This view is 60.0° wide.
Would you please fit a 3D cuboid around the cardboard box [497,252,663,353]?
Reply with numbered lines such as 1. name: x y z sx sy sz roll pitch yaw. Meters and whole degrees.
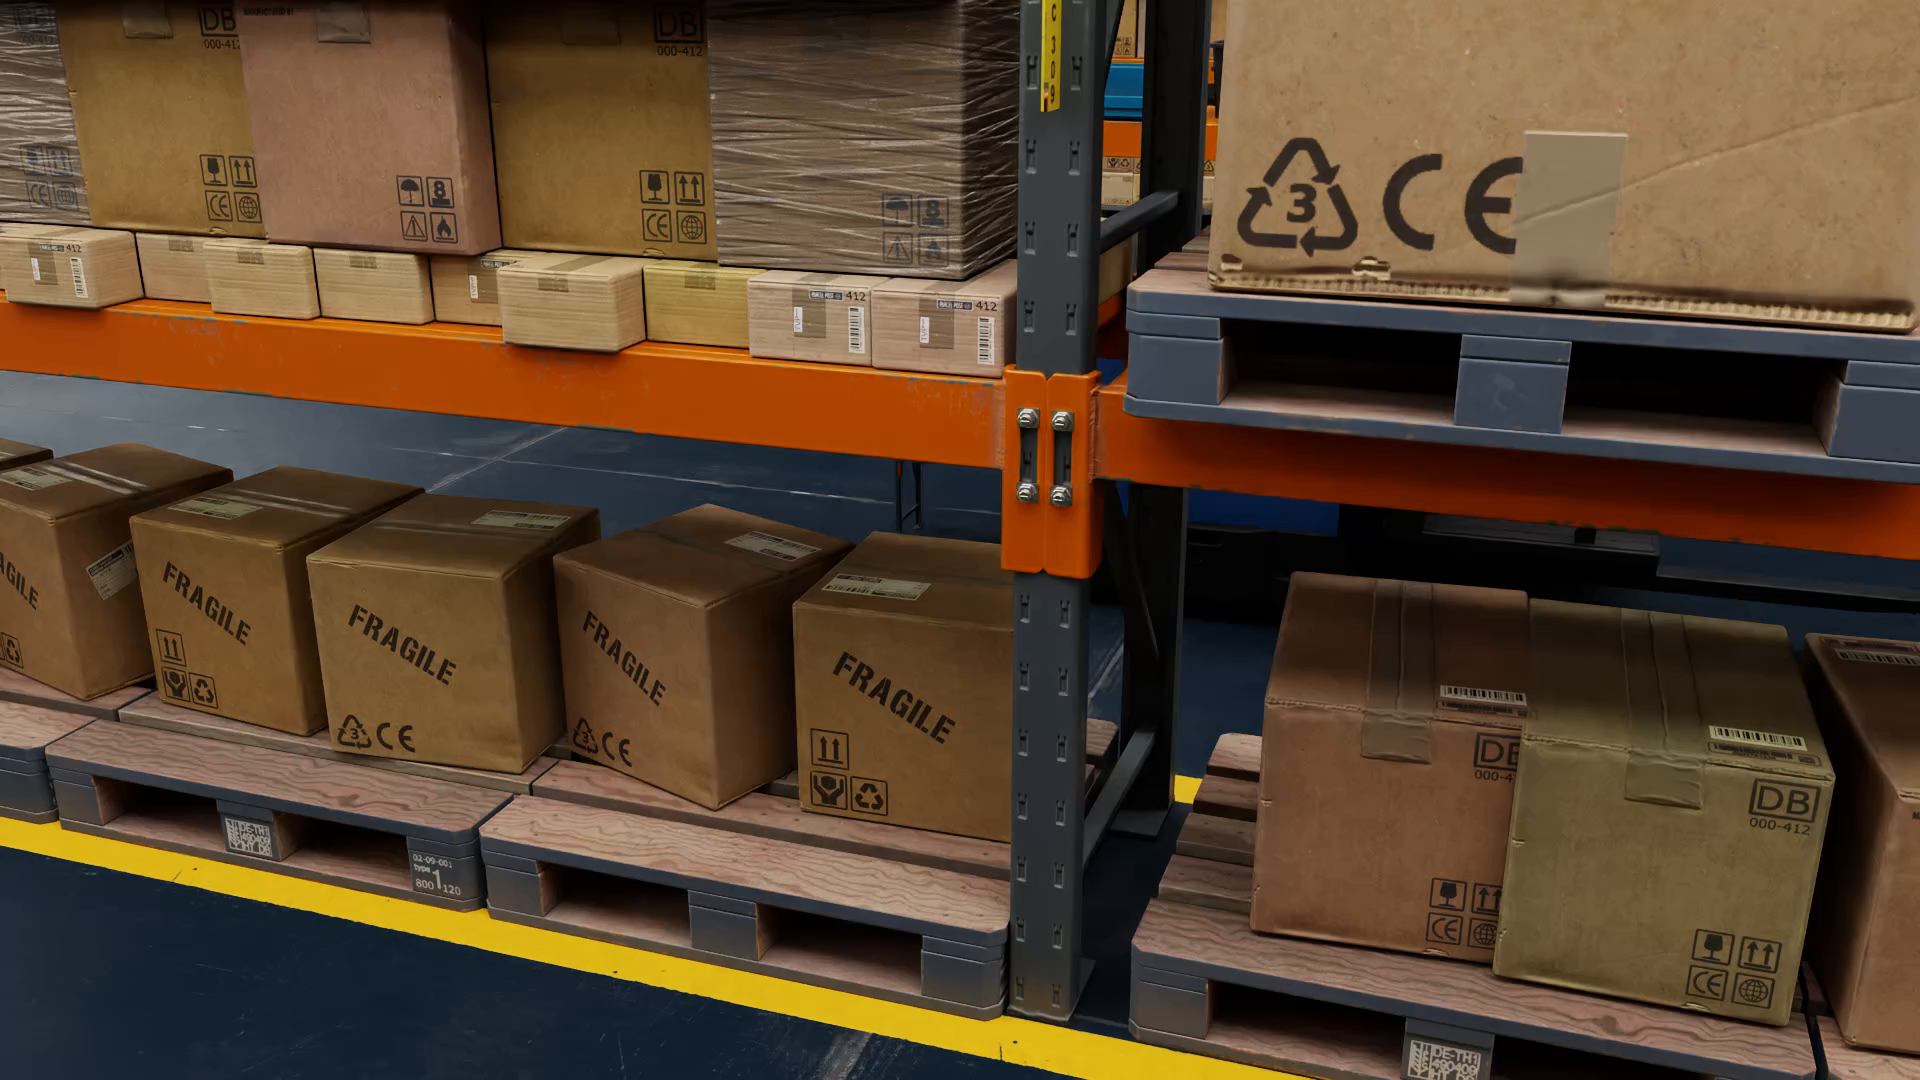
1. cardboard box: -0.703 -0.492 3.314 0.250 0.149 0.380 7 20 18

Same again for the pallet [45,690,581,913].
1. pallet: -1.484 0.513 4.285 1.213 0.211 1.003 7 20 18

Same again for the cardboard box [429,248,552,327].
1. cardboard box: -0.896 -0.560 3.509 0.250 0.149 0.380 7 20 18

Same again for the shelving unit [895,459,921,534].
1. shelving unit: 0.045 -0.559 5.857 0.503 1.200 0.258 6 20 17

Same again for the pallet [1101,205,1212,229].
1. pallet: 1.679 -2.604 13.227 1.213 0.211 1.003 7 20 18

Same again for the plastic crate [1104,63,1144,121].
1. plastic crate: 0.809 -2.116 7.816 0.616 0.251 0.499 7 20 18

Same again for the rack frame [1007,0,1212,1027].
1. rack frame: 0.318 -0.611 3.273 0.127 3.000 1.000 7 20 18

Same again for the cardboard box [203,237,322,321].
1. cardboard box: -1.393 -0.591 3.596 0.250 0.149 0.380 7 20 18

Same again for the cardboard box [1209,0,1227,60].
1. cardboard box: 2.179 -3.895 12.540 0.500 0.500 0.700 7 20 19

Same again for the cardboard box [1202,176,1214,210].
1. cardboard box: 2.117 -2.680 12.746 0.500 0.250 0.500 7 20 18

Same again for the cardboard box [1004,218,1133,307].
1. cardboard box: 0.214 -0.609 3.649 0.250 0.149 0.380 7 20 18

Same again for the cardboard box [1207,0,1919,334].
1. cardboard box: 1.023 -0.964 2.734 1.000 1.000 1.000 7 20 18

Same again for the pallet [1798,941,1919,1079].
1. pallet: 2.210 0.920 3.115 1.213 0.211 1.003 7 20 18

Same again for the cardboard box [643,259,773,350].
1. cardboard box: -0.431 -0.500 3.335 0.250 0.149 0.380 7 20 18

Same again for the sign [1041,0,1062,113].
1. sign: 0.147 -0.851 2.644 0.005 0.325 0.100 7 20 18

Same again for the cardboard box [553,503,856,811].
1. cardboard box: -0.590 0.256 3.945 0.500 0.500 0.500 14 24 35

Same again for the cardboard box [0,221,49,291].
1. cardboard box: -2.086 -0.687 3.871 0.250 0.149 0.380 7 20 18

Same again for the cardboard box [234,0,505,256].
1. cardboard box: -1.053 -0.954 3.653 0.500 0.500 0.875 7 20 18

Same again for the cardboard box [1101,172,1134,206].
1. cardboard box: 1.174 -2.789 13.059 0.500 0.250 0.500 7 20 18

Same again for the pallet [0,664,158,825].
1. pallet: -2.633 0.380 4.664 1.213 0.211 1.003 7 20 18

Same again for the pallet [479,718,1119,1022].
1. pallet: -0.328 0.644 3.908 1.213 0.211 1.003 7 20 18

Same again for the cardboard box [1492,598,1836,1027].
1. cardboard box: 1.336 0.492 3.238 0.500 0.500 0.700 6 20 18

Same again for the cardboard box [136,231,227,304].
1. cardboard box: -1.604 -0.642 3.742 0.250 0.149 0.380 7 20 18

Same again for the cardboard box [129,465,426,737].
1. cardboard box: -1.715 0.139 4.281 0.500 0.500 0.500 9 21 23

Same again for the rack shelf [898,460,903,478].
1. rack shelf: 0.045 -0.308 5.944 0.480 0.148 0.258 6 20 17

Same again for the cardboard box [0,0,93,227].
1. cardboard box: -1.980 -1.079 4.010 0.500 0.500 0.875 7 20 18

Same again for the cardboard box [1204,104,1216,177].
1. cardboard box: 2.121 -3.038 12.633 0.500 0.500 0.500 7 20 18

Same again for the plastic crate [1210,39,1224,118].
1. plastic crate: 1.491 -2.218 7.977 0.504 0.338 0.767 7 20 18

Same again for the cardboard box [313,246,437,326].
1. cardboard box: -1.146 -0.575 3.550 0.250 0.149 0.380 7 20 18

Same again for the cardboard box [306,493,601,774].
1. cardboard box: -1.202 0.213 4.068 0.500 0.500 0.500 5 20 13

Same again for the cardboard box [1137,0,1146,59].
1. cardboard box: 1.694 -3.949 12.697 0.500 0.500 0.700 7 20 20

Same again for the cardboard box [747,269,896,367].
1. cardboard box: -0.214 -0.454 3.204 0.250 0.149 0.380 7 20 18

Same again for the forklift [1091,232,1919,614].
1. forklift: 1.759 -1.218 5.117 3.031 2.935 1.130 6 20 17

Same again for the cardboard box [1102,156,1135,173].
1. cardboard box: 1.177 -3.147 12.946 0.500 0.500 0.500 7 20 18

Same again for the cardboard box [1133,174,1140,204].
1. cardboard box: 1.644 -2.733 12.900 0.500 0.250 0.500 7 20 18

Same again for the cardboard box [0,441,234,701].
1. cardboard box: -2.300 0.065 4.491 0.500 0.500 0.500 13 23 32

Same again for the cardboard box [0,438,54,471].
1. cardboard box: -2.876 0.011 4.646 0.500 0.500 0.500 11 22 28

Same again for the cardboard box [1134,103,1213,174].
1. cardboard box: 1.644 -3.087 12.776 0.500 0.500 0.500 7 20 18

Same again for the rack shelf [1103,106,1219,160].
1. rack shelf: 0.054 -2.028 8.429 4.000 0.370 1.077 7 20 18

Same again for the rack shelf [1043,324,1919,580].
1. rack shelf: 2.208 -0.056 2.771 4.000 0.370 1.077 7 20 18

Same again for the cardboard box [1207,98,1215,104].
1. cardboard box: 1.820 -3.254 13.254 0.500 0.500 0.500 7 20 18

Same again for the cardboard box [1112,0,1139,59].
1. cardboard box: 1.196 -4.005 12.857 0.500 0.500 0.700 7 20 18

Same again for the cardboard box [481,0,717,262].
1. cardboard box: -0.547 -0.932 3.588 0.500 0.500 0.875 7 20 18

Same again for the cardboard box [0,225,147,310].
1. cardboard box: -1.884 -0.628 3.701 0.250 0.149 0.380 7 20 18

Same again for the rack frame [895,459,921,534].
1. rack frame: -0.188 -0.583 5.927 0.015 1.200 0.240 6 20 17

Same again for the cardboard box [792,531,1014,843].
1. cardboard box: -0.046 0.315 3.775 0.500 0.500 0.500 6 20 16

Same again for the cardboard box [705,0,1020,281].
1. cardboard box: -0.087 -0.867 3.402 0.500 0.500 0.875 7 20 18

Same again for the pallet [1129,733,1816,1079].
1. pallet: 1.054 0.789 3.492 1.213 0.211 1.003 7 20 18

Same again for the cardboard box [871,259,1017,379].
1. cardboard box: 0.019 -0.424 3.118 0.250 0.149 0.380 7 20 18

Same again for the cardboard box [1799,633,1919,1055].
1. cardboard box: 1.864 0.552 3.065 0.500 0.500 0.700 5 20 13

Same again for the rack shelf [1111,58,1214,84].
1. rack shelf: 1.683 -3.567 12.846 4.000 0.370 1.077 7 20 18

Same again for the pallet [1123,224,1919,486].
1. pallet: 0.993 -0.393 2.938 1.213 0.211 1.003 7 20 18

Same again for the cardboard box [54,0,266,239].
1. cardboard box: -1.511 -1.021 3.845 0.500 0.500 0.875 7 20 18

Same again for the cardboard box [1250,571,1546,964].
1. cardboard box: 0.891 0.434 3.402 0.500 0.500 0.700 5 20 14

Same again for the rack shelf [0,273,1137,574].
1. rack shelf: -1.571 -0.488 4.011 4.000 0.370 1.077 7 20 18
